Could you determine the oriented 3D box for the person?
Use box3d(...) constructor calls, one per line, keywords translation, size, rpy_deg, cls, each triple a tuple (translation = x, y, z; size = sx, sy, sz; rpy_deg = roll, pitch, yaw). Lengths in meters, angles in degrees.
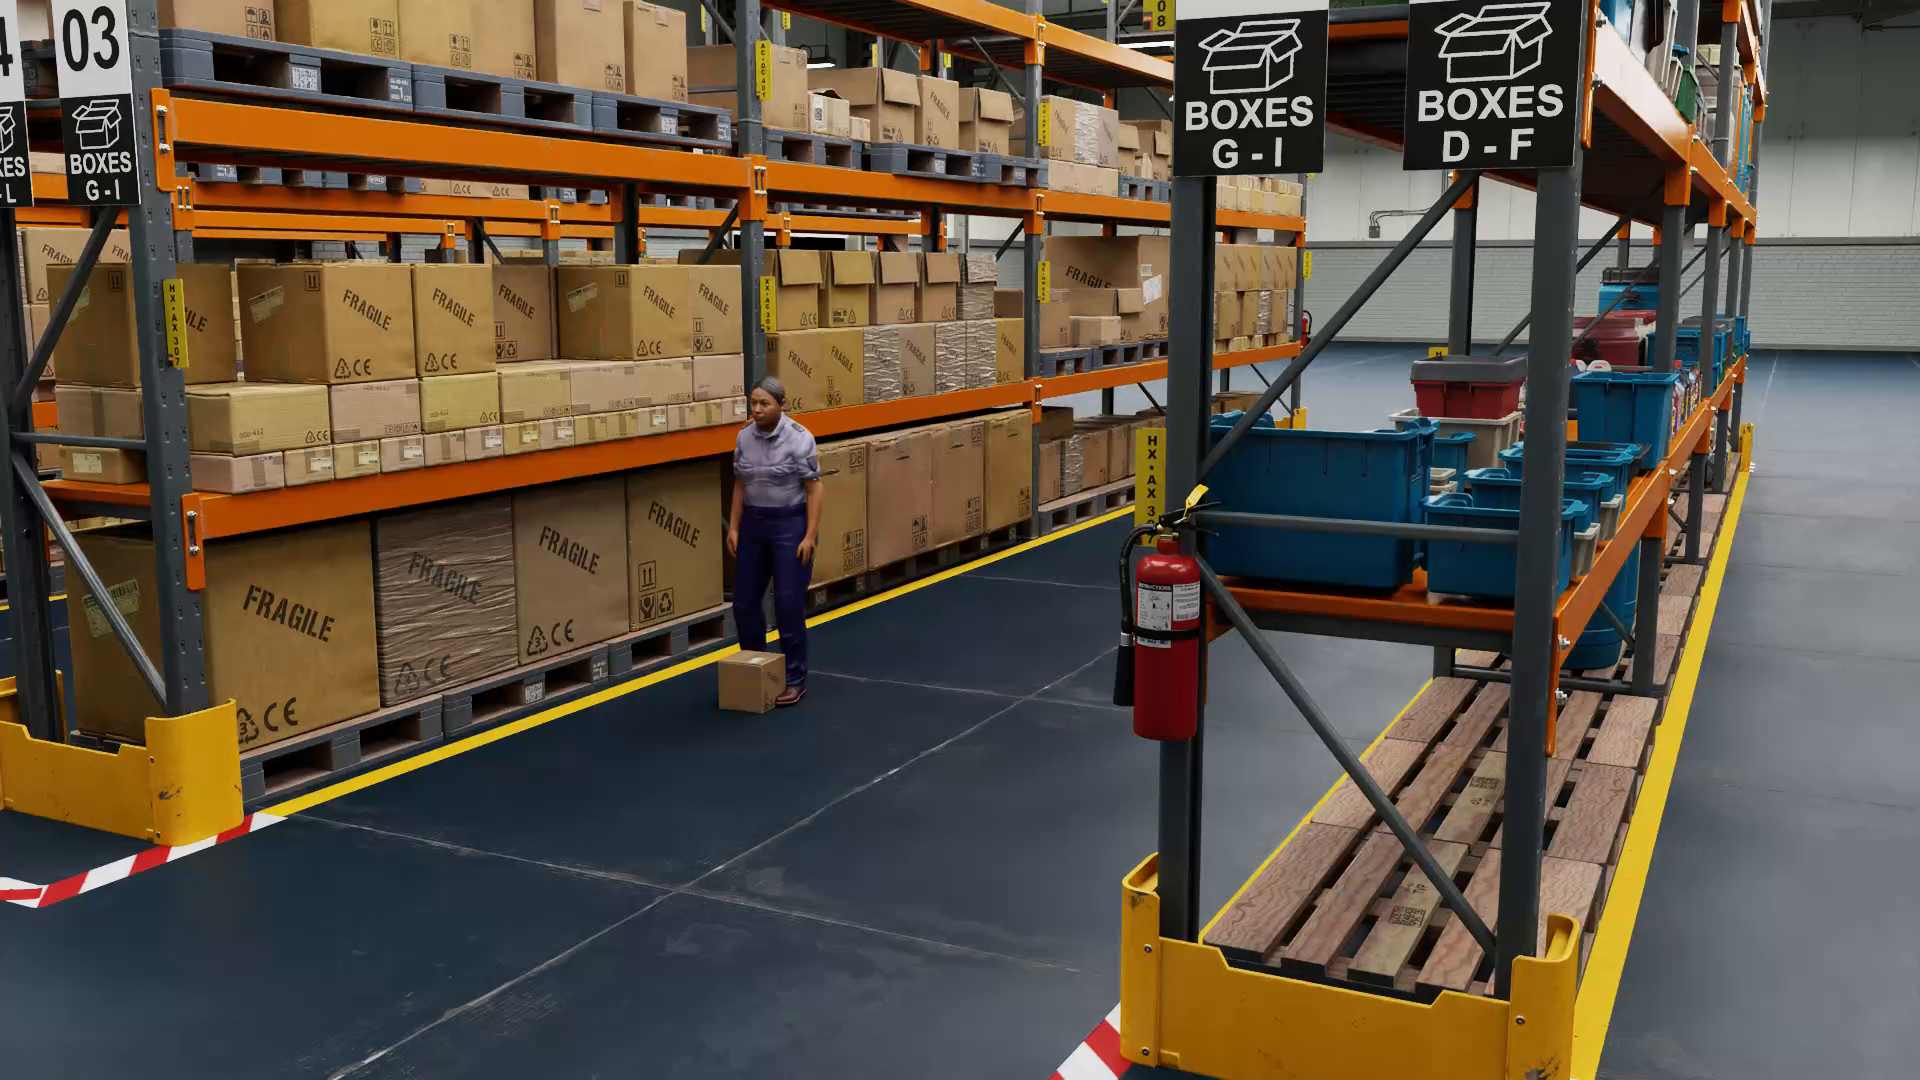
box3d(translation=(-0.957, -0.010, 8.458), size=(0.539, 1.652, 0.412), rpy_deg=(5, 10, 26), cls="person")
